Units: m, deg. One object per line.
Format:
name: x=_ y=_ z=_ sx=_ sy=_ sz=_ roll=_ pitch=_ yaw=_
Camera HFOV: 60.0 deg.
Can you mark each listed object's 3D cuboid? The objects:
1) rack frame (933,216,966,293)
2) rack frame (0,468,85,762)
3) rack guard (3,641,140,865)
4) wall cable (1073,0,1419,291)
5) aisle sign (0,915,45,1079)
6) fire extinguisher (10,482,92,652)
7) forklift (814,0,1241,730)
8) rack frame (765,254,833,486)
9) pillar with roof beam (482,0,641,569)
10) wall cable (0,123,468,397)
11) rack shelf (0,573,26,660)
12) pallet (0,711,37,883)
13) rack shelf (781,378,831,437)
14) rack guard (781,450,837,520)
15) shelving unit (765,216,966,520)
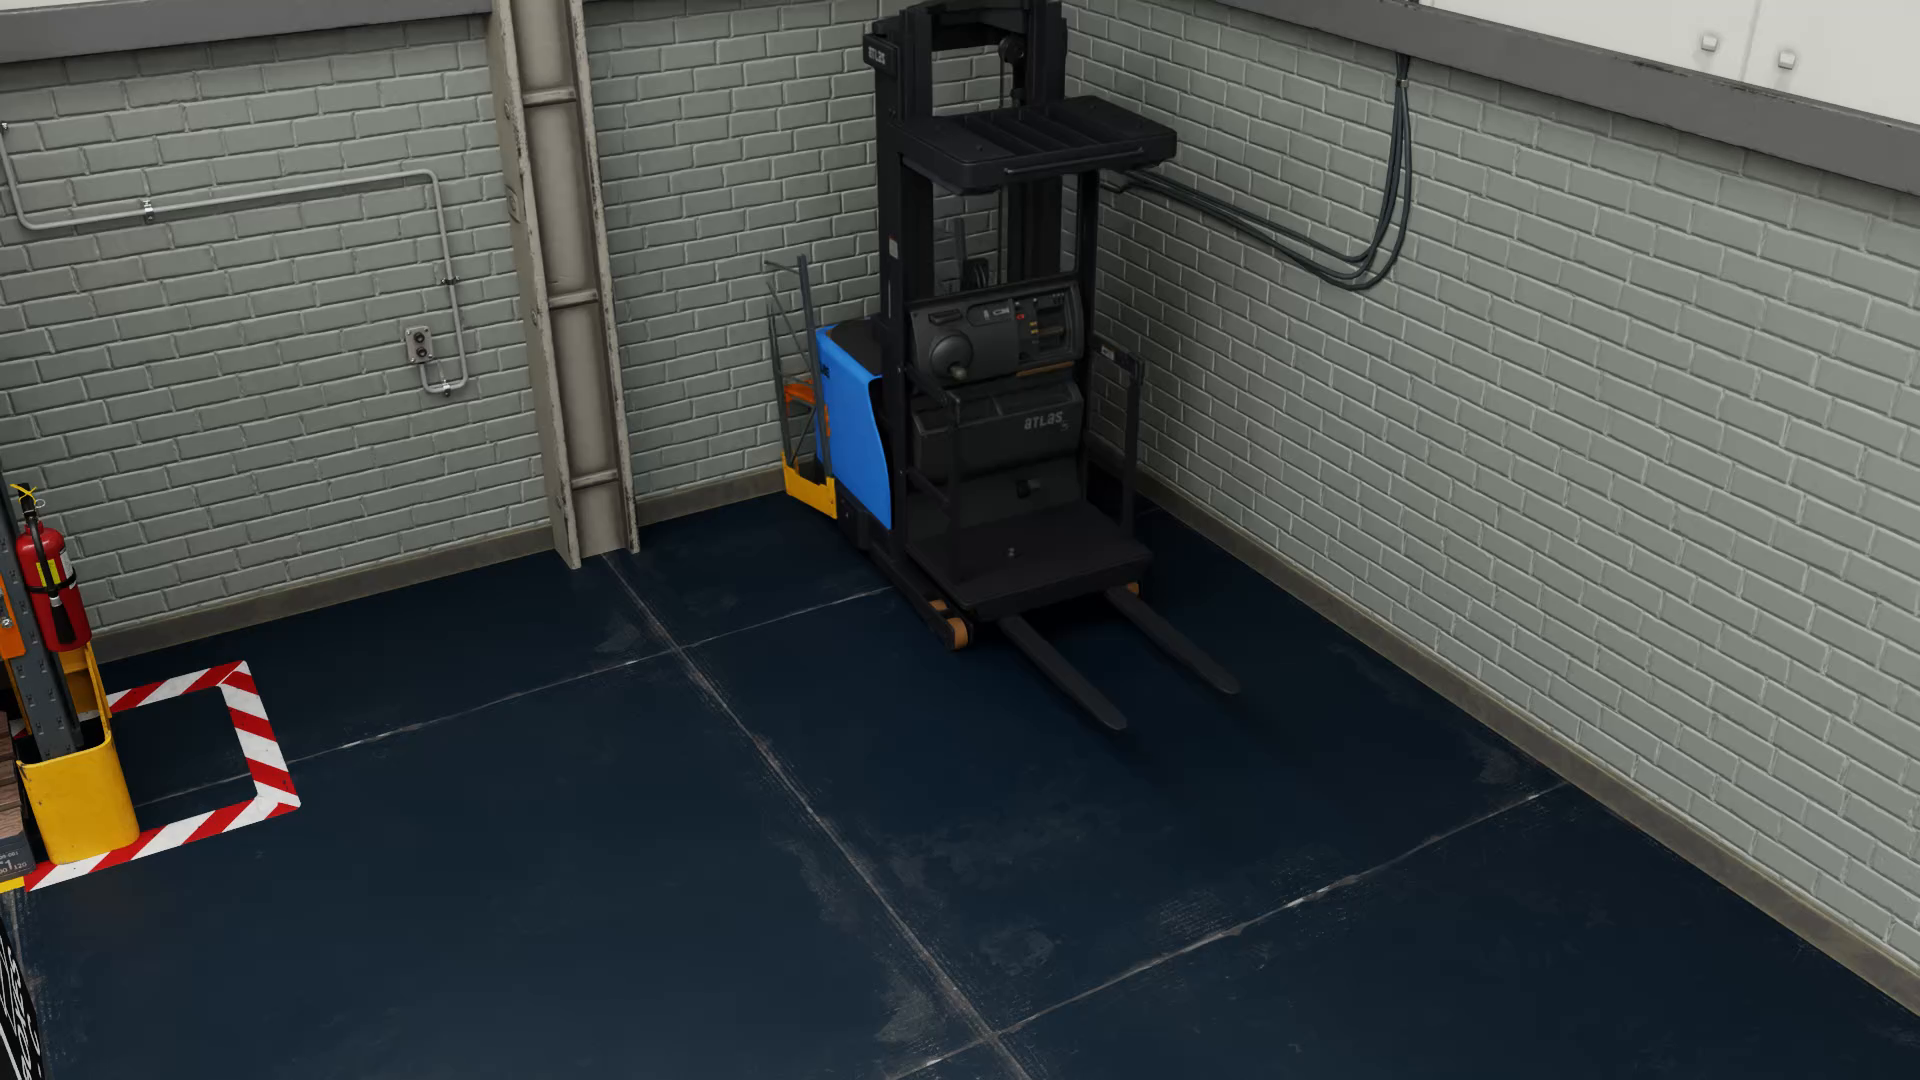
rack frame: x=-0.076 y=-1.186 z=9.750 sx=0.032 sy=1.500 sz=0.500 roll=-20 pitch=28 yaw=-30
rack frame: x=-3.890 y=-0.246 z=6.591 sx=0.127 sy=3.000 sz=1.000 roll=-16 pitch=33 yaw=-26
rack guard: x=-3.869 y=0.843 z=7.205 sx=0.348 sy=0.500 sz=1.175 roll=-16 pitch=33 yaw=-26
wall cable: x=1.168 y=-2.748 z=8.130 sx=0.112 sy=2.526 sz=3.097 roll=-16 pitch=33 yaw=-26
aisle sign: x=-1.467 y=0.540 z=2.477 sx=0.004 sy=0.787 sz=0.394 roll=-16 pitch=33 yaw=-26
fire extinguisher: x=-3.526 y=0.107 z=6.418 sx=0.183 sy=0.674 sz=0.296 roll=-16 pitch=33 yaw=-26
forklift: x=0.289 y=-0.981 z=7.994 sx=1.130 sy=2.935 sz=3.031 roll=-14 pitch=32 yaw=-24
rack frame: x=-0.903 y=-0.884 z=9.243 sx=0.032 sy=1.500 sz=0.500 roll=-20 pitch=28 yaw=-30
pillar with roof beam: x=0.181 y=-2.100 z=3.742 sx=0.400 sy=9.000 sz=9.100 roll=-16 pitch=33 yaw=-26
wall cable: x=-3.265 y=-1.398 z=7.627 sx=1.851 sy=1.984 sz=0.084 roll=-16 pitch=33 yaw=-26
rack shelf: x=-5.614 y=0.559 z=5.877 sx=4.000 sy=0.370 sz=1.077 roll=-16 pitch=33 yaw=-26
pallet: x=-4.539 y=1.204 z=6.851 sx=1.213 sy=0.211 sz=1.003 roll=-16 pitch=33 yaw=-26
rack shelf: x=-0.474 y=-0.871 z=9.569 sx=1.000 sy=0.185 sz=0.538 roll=-20 pitch=28 yaw=-30
rack guard: x=-0.835 y=-0.321 z=9.506 sx=0.087 sy=0.250 sz=0.587 roll=-20 pitch=28 yaw=-30
shelving unit: x=-0.482 y=-1.038 z=9.501 sx=1.083 sy=1.500 sz=0.587 roll=-20 pitch=28 yaw=-30
